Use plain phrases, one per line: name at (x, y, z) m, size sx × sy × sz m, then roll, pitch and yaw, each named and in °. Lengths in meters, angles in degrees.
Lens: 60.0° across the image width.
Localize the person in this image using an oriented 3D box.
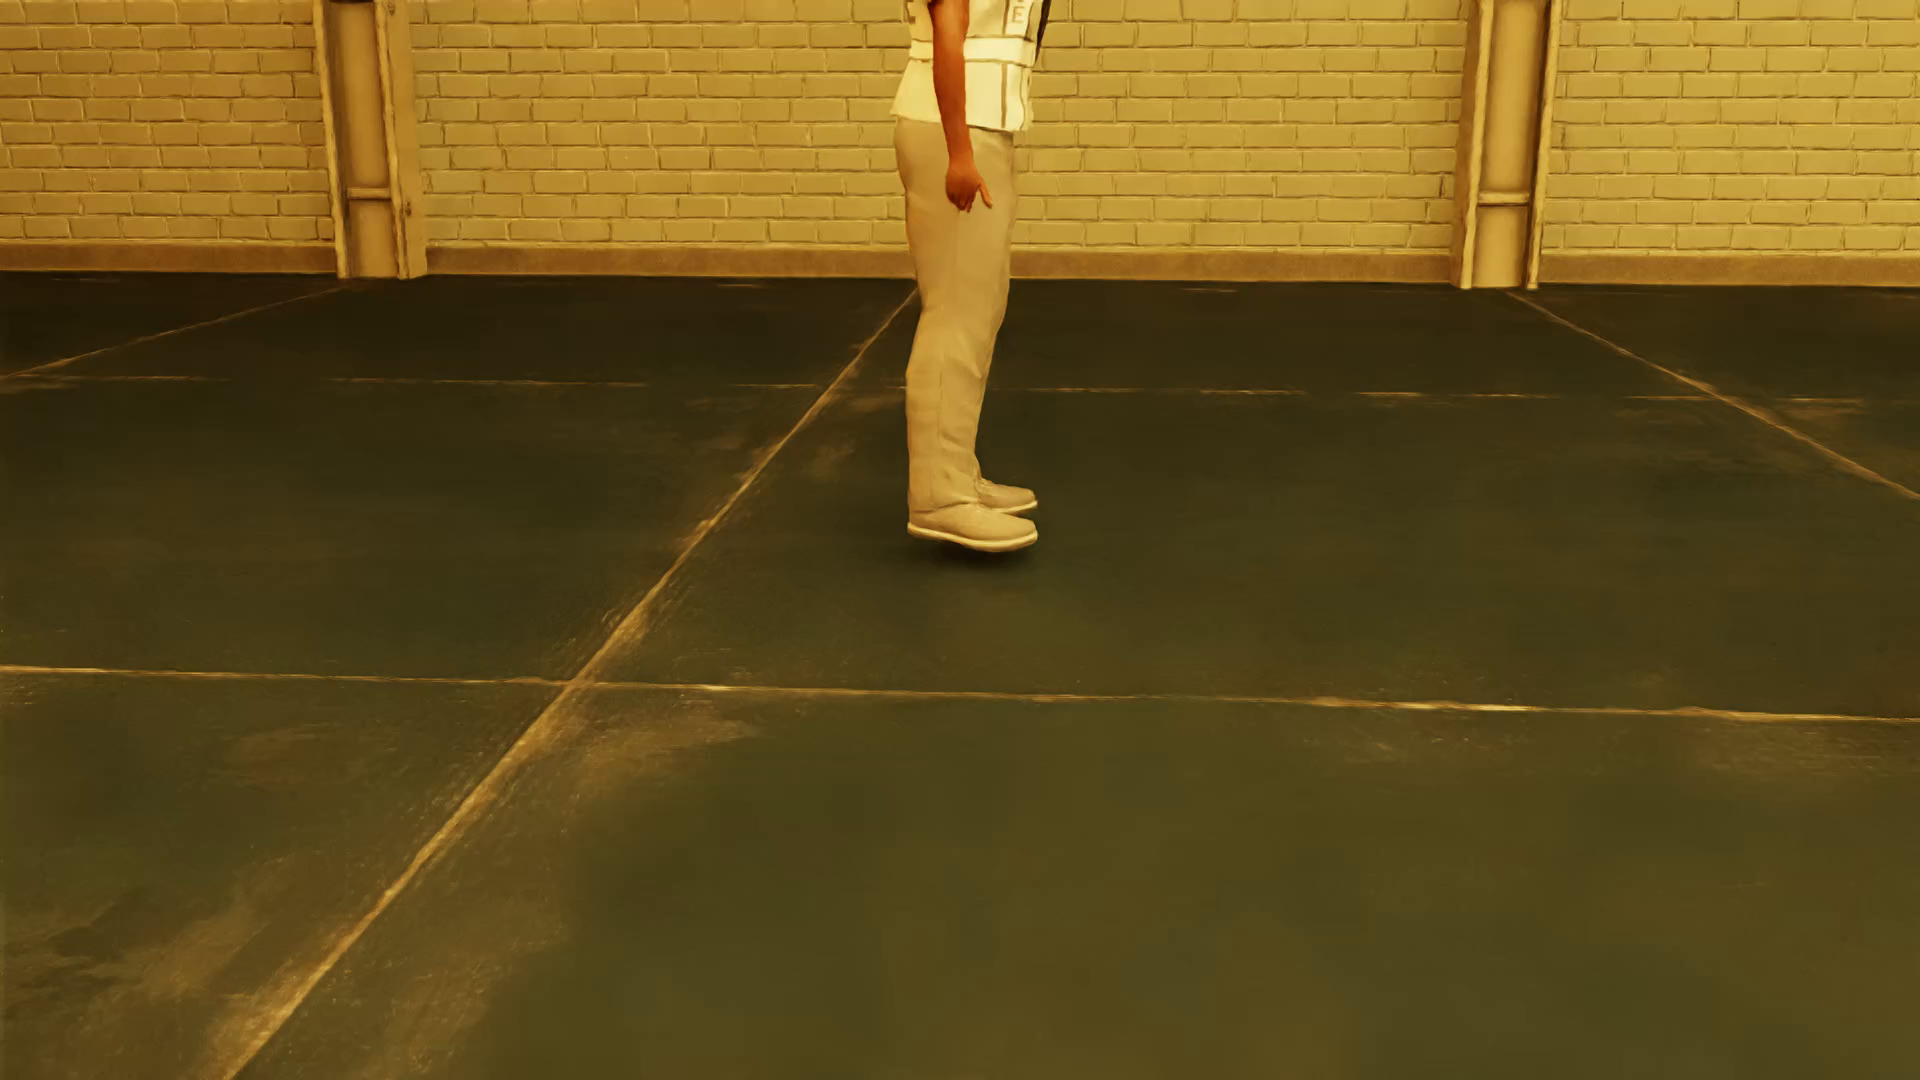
person at (0.020, -0.850, 3.574) m, size 0.338 × 1.692 × 0.446 m, roll 1°, pitch 15°, yaw 4°
